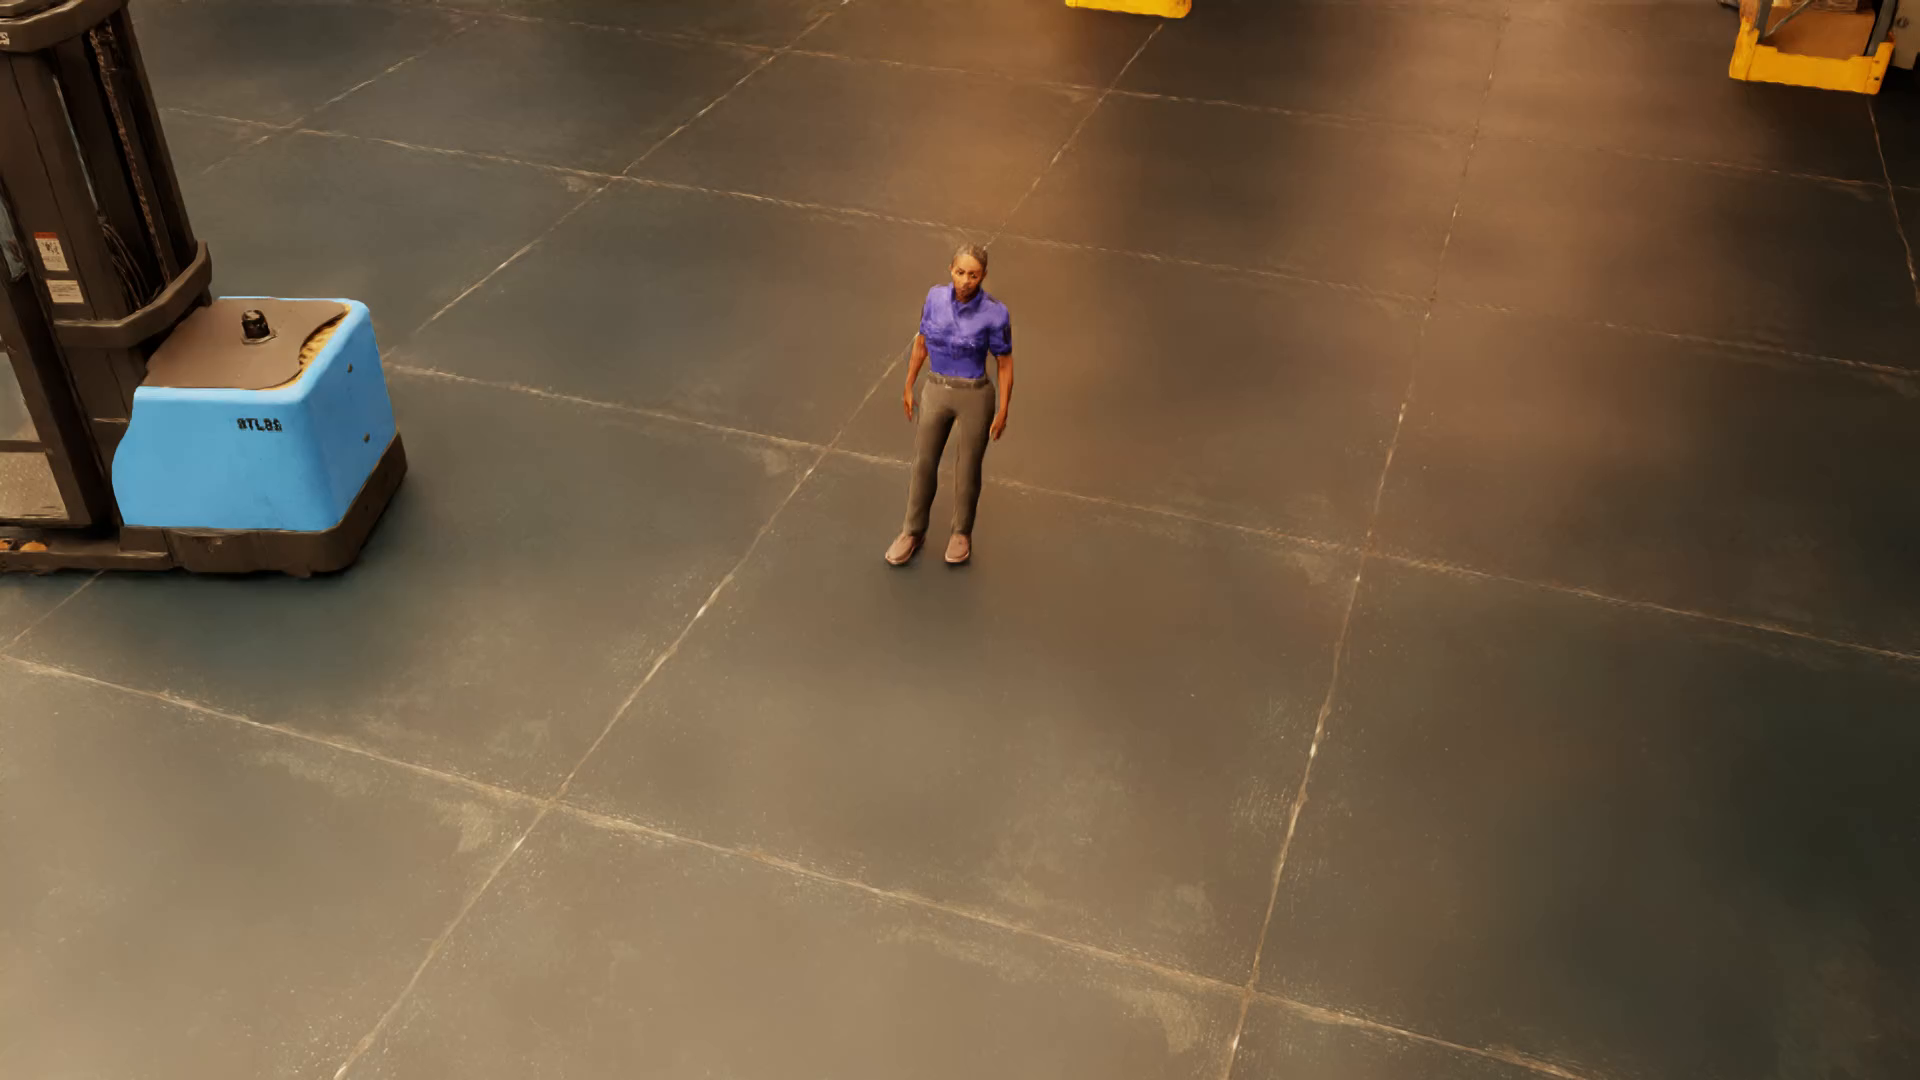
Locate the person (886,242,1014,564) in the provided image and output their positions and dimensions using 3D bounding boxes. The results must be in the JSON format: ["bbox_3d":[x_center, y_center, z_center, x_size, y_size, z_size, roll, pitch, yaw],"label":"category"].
[{"bbox_3d":[-0.048,-0.637,8.100,0.570,1.654,0.503,12,37,16],"label":"person"}]

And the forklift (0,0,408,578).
[{"bbox_3d":[-4.549,-1.325,7.980,3.031,2.935,1.130,2,35,2],"label":"forklift"}]
